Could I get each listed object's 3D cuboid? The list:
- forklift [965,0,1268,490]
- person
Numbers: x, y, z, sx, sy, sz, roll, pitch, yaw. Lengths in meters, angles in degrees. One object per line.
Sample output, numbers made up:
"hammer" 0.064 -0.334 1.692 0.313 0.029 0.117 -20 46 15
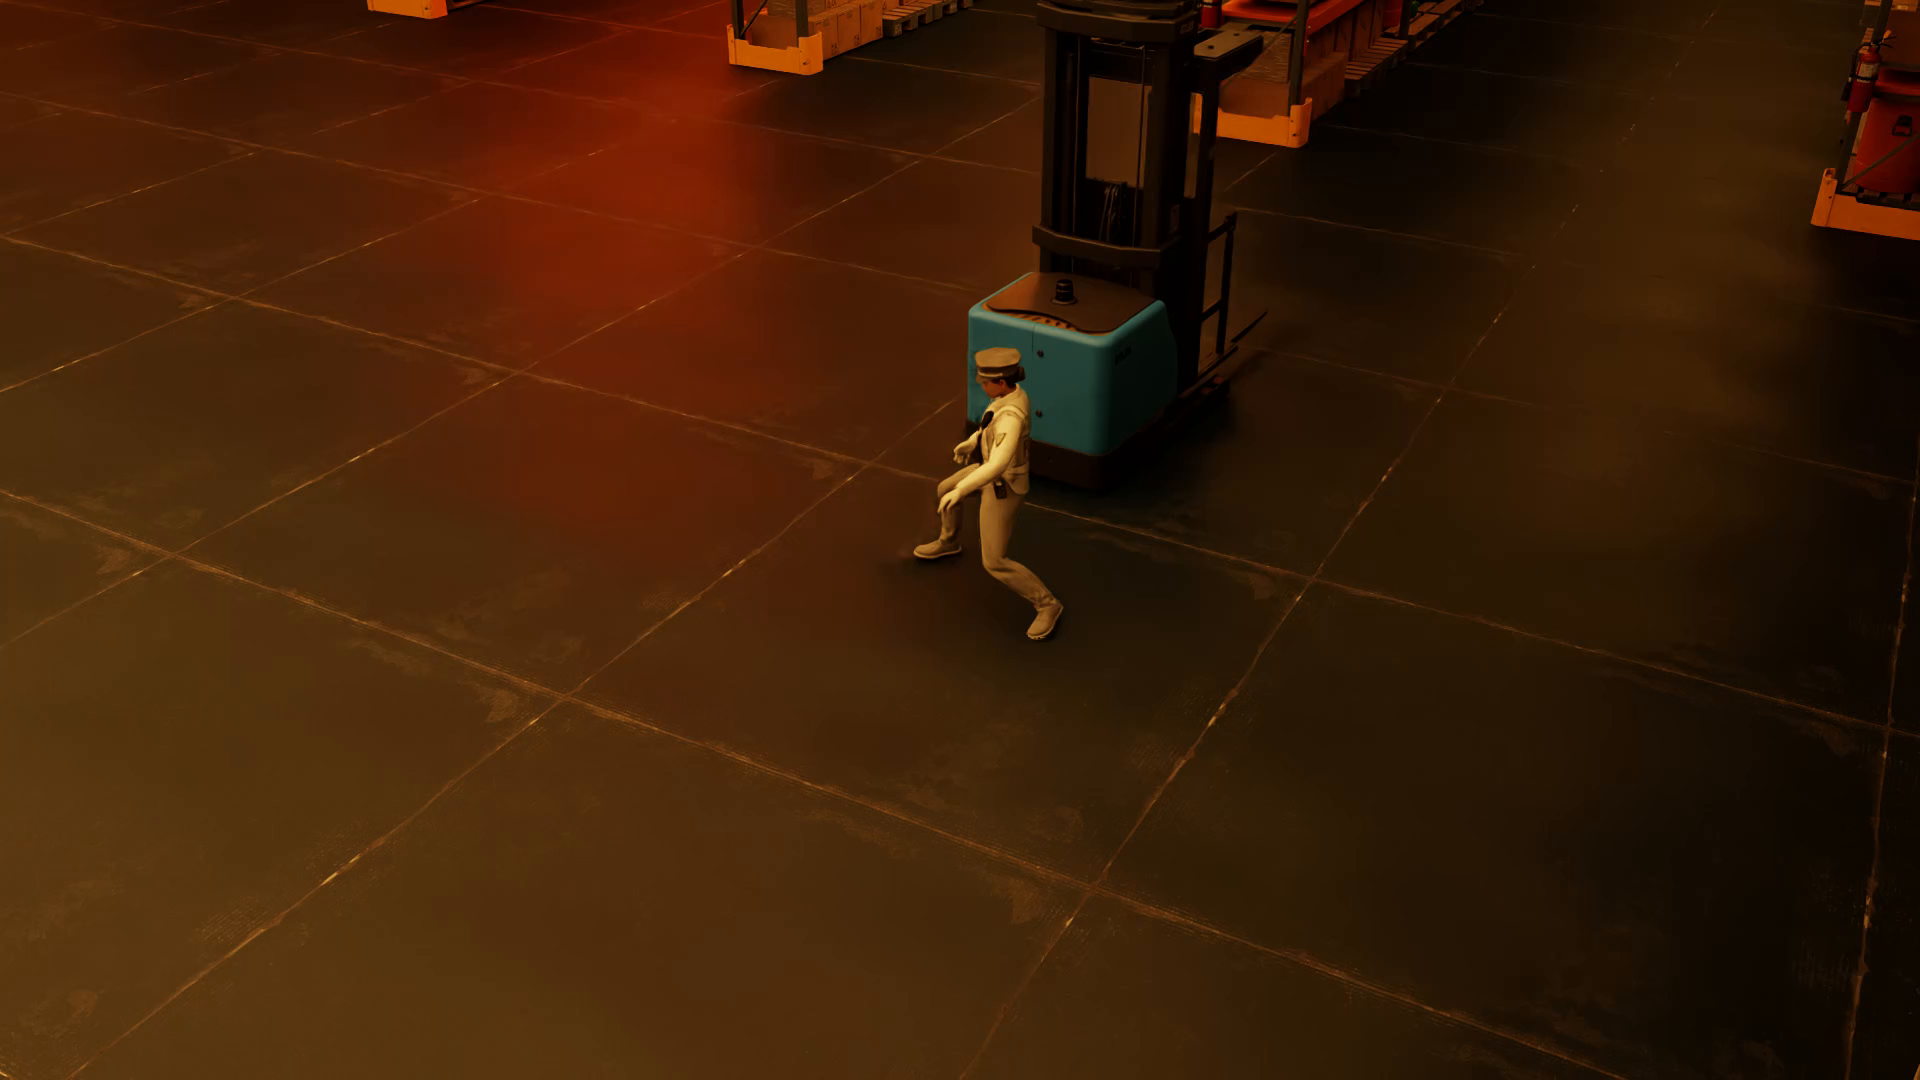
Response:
"forklift" 1.245 -2.279 11.019 1.130 2.935 3.031 17 34 27
"person" 0.150 -0.337 9.101 0.865 1.493 0.927 1 30 2
